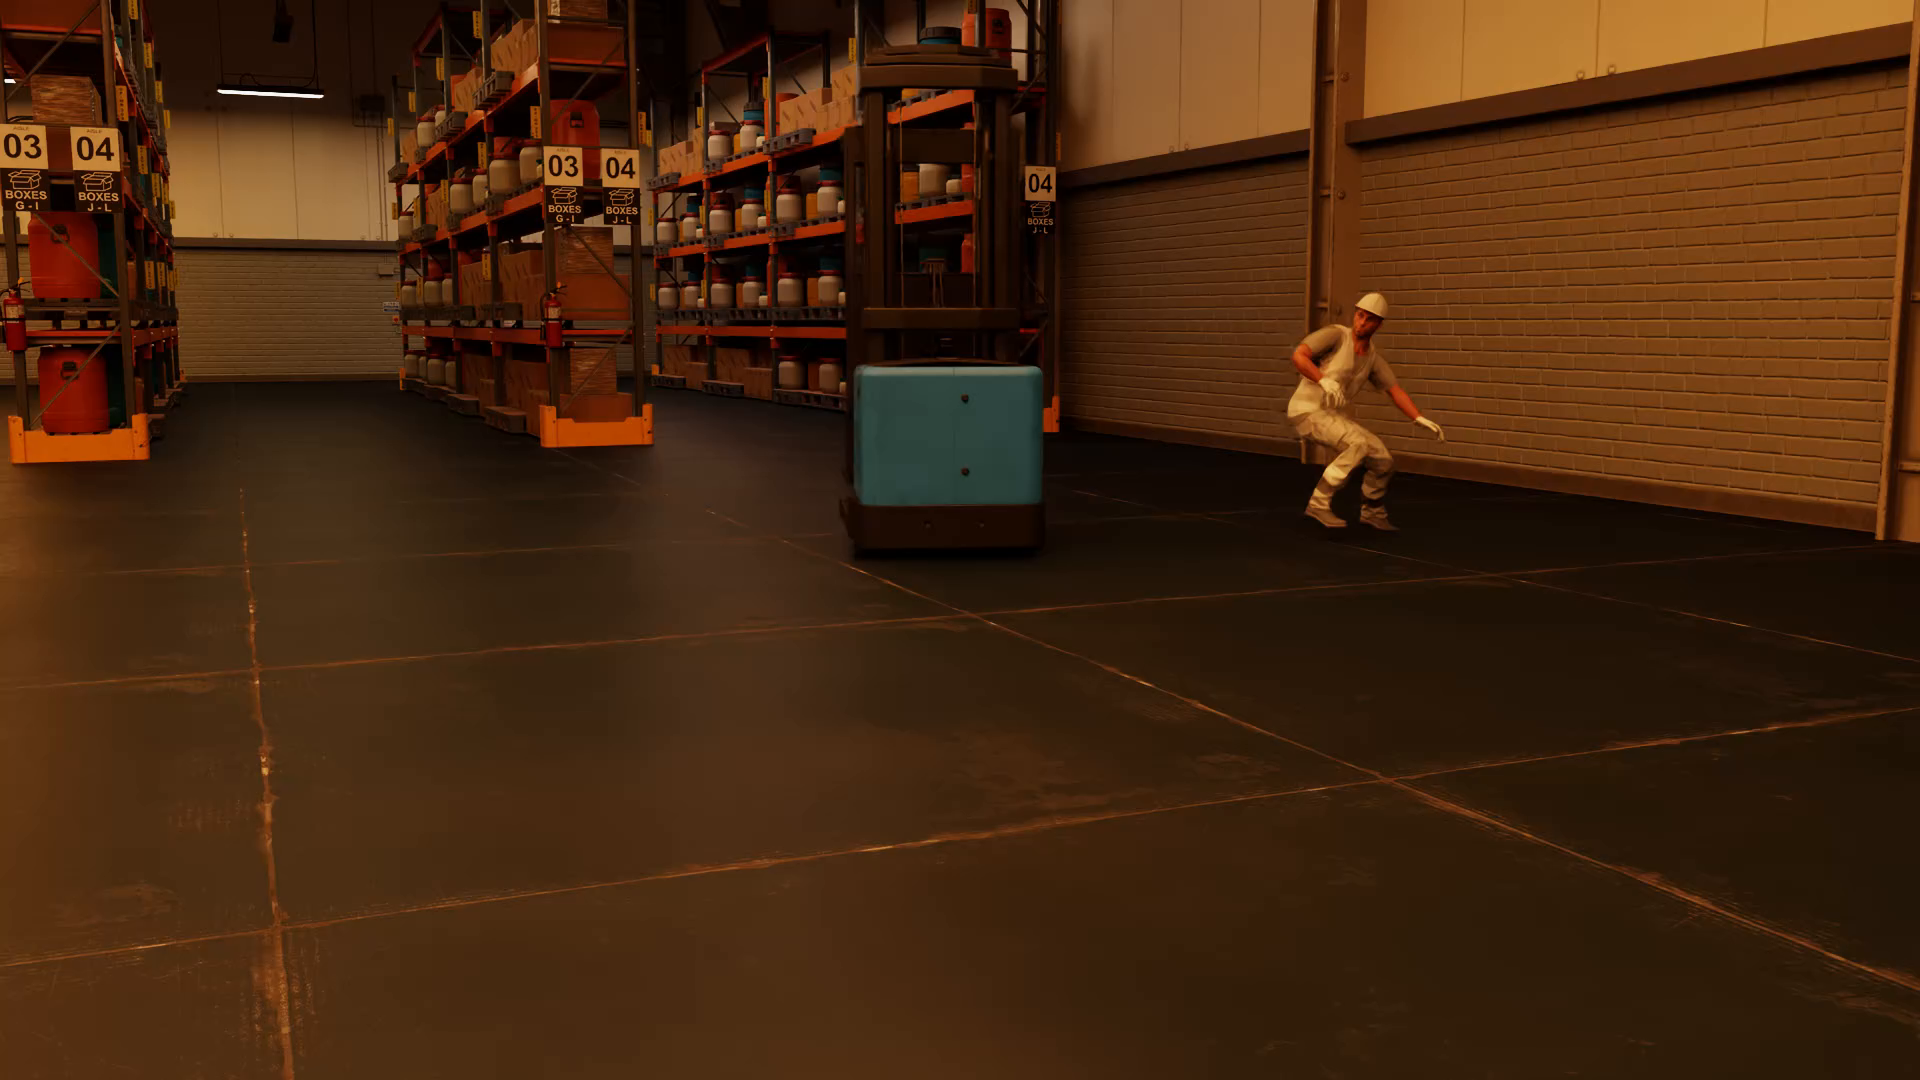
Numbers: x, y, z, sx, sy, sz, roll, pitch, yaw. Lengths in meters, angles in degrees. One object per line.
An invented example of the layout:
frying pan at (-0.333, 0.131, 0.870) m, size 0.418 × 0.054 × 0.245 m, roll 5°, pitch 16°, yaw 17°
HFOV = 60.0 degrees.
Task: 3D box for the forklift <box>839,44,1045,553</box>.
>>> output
forklift at (-0.201, -1.535, 10.580) m, size 1.130 × 2.935 × 3.031 m, roll -1°, pitch 8°, yaw -6°

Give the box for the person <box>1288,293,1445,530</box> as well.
person at (2.492, -0.756, 10.333) m, size 0.898 × 1.540 × 0.777 m, roll -7°, pitch 10°, yaw -43°
